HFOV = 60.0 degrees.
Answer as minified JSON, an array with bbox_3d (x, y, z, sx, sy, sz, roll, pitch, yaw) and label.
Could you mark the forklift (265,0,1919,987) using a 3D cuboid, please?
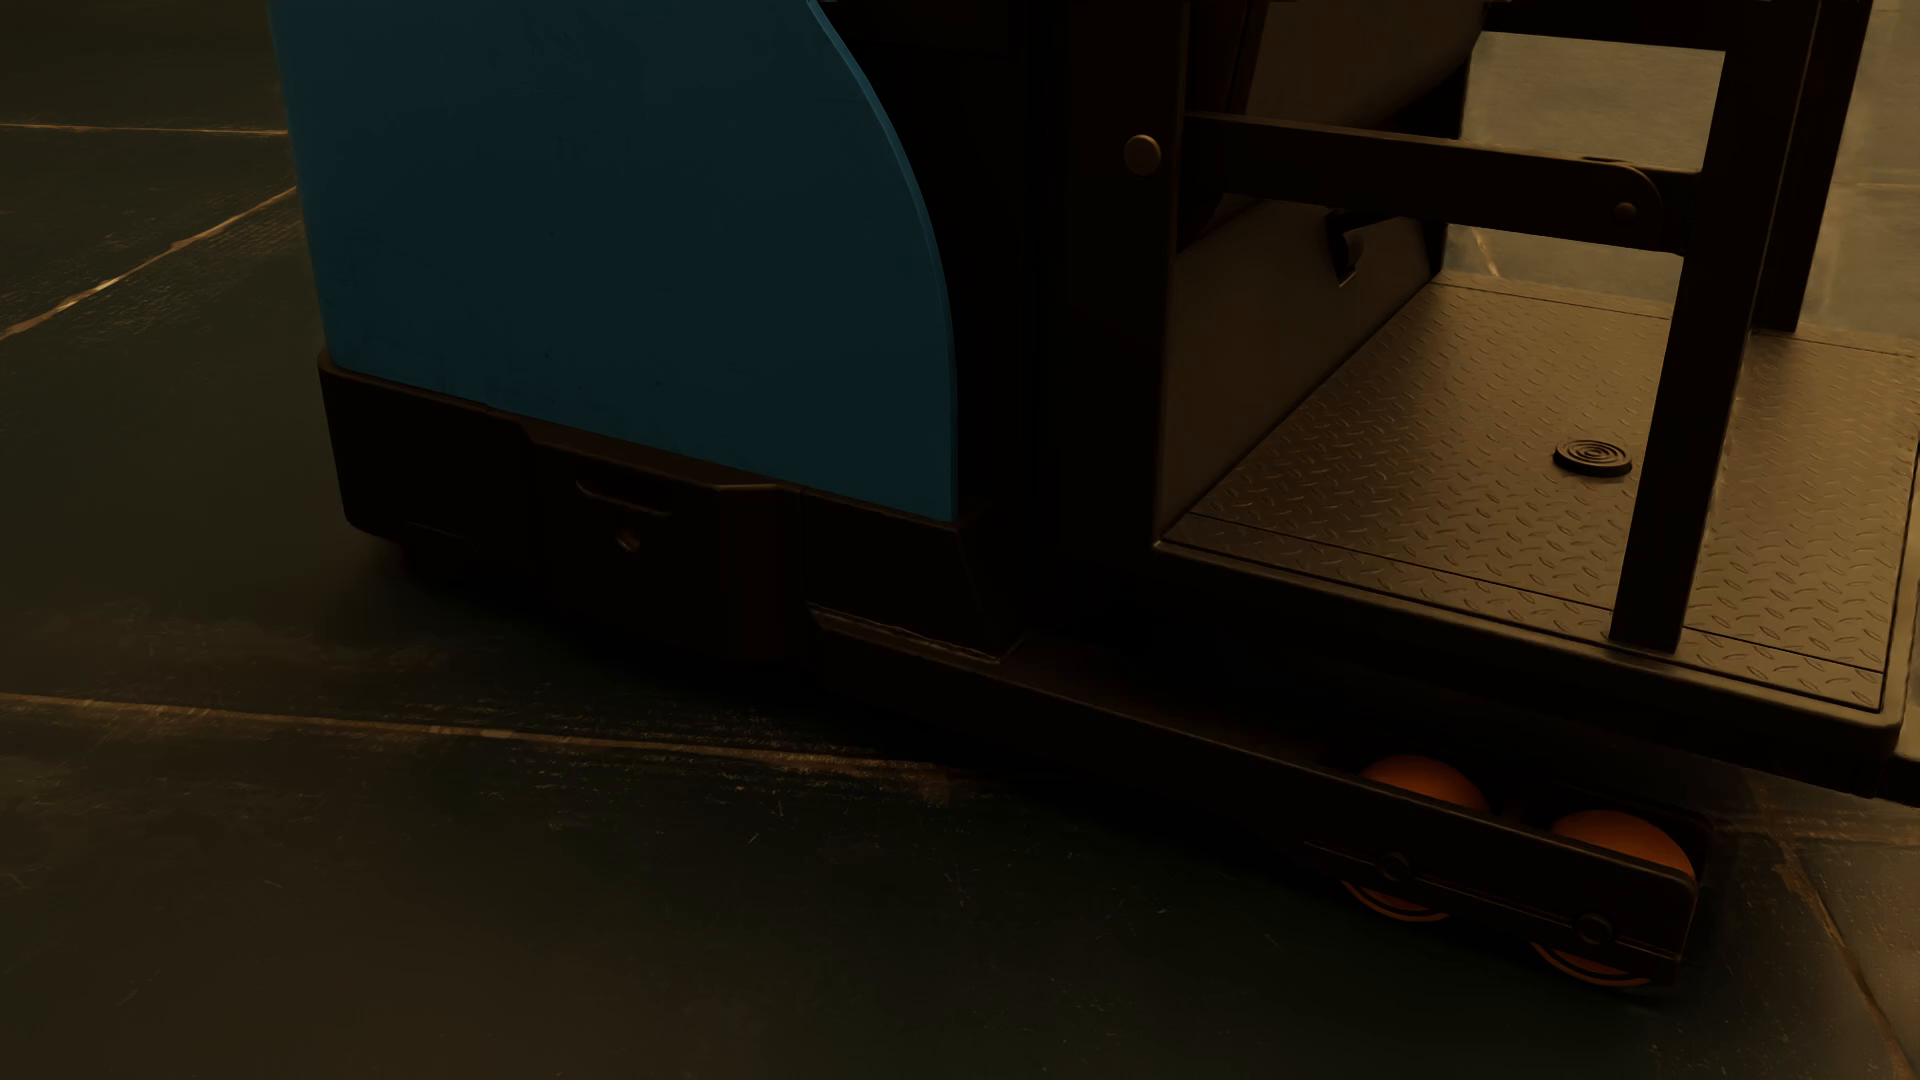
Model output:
[{"bbox_3d":[0.637,-1.148,1.518,3.031,2.935,1.130,14,30,26],"label":"forklift"}]
